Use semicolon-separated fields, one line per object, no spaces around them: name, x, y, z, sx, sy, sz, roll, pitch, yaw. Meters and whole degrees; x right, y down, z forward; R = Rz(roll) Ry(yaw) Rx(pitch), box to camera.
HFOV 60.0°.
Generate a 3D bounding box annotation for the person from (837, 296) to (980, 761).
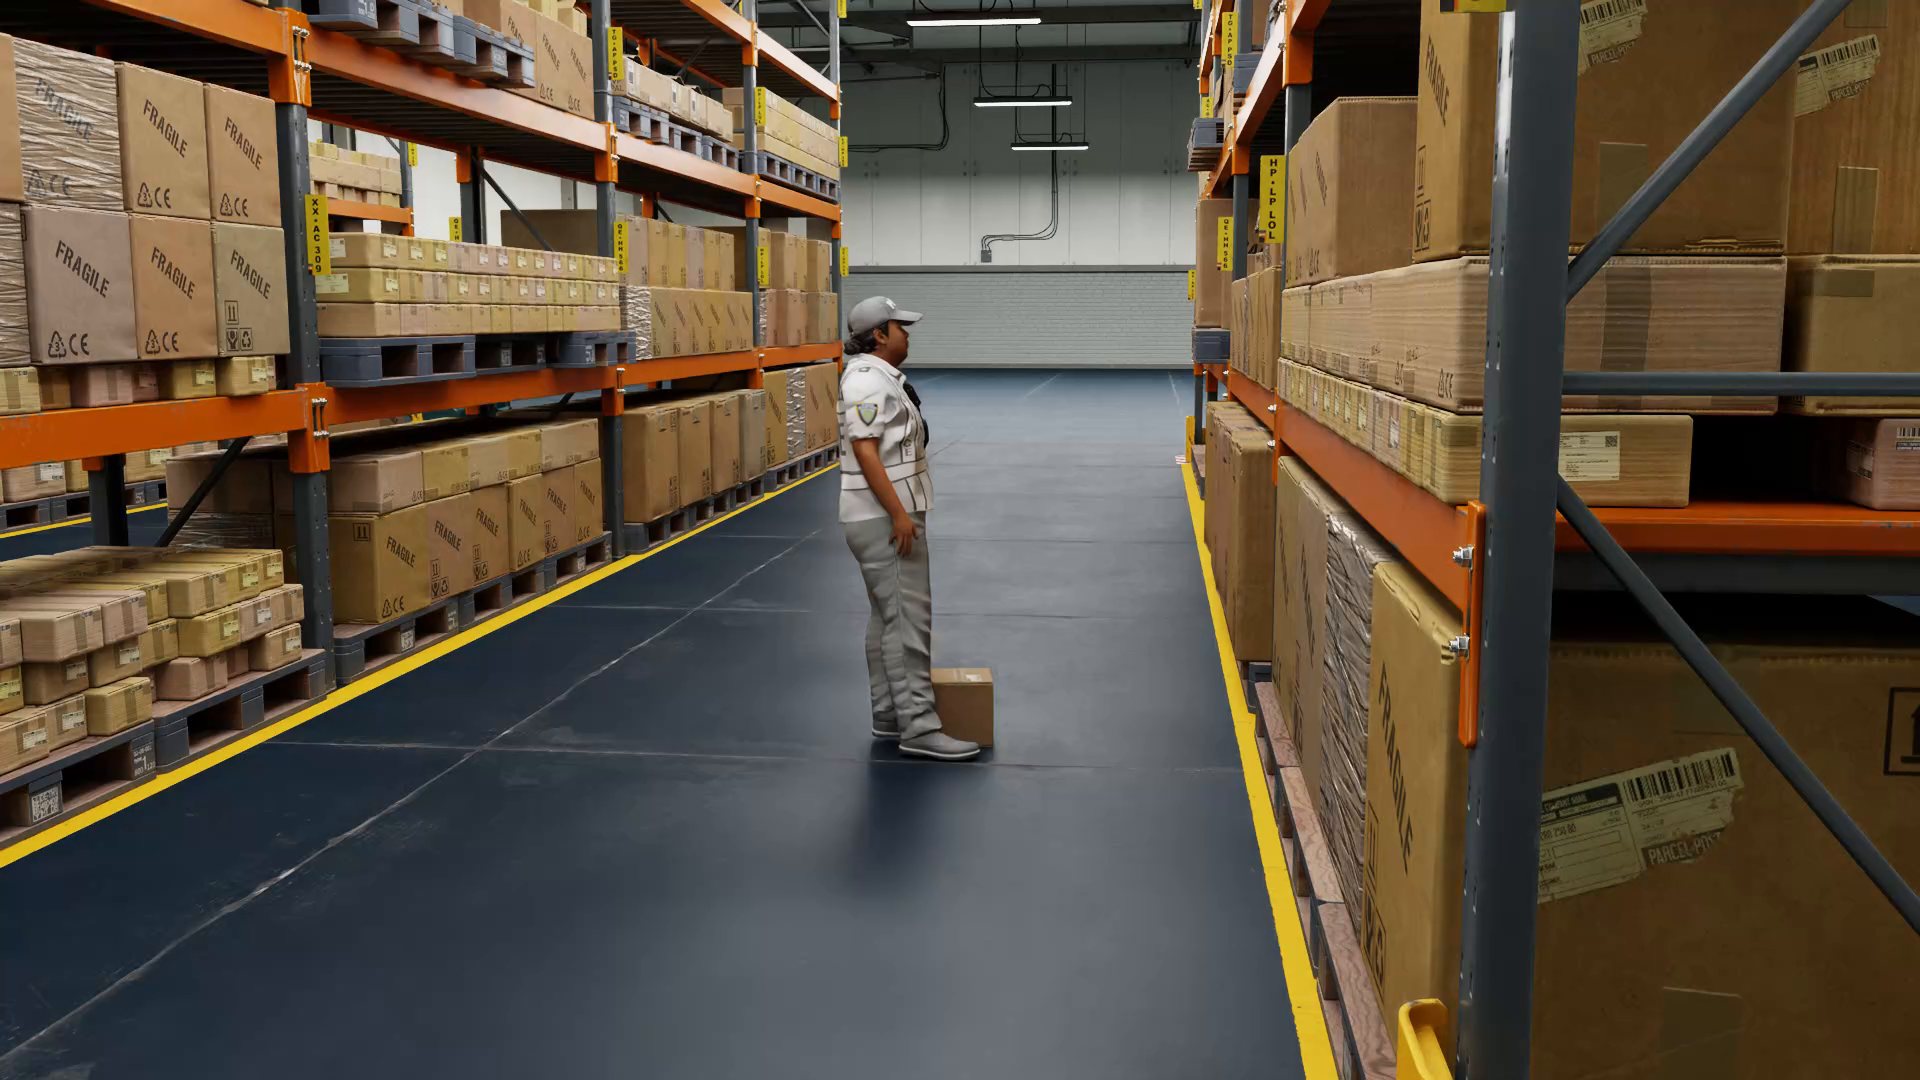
person;-0.190;-0.066;6.195;0.526;1.669;0.596;0;8;0
